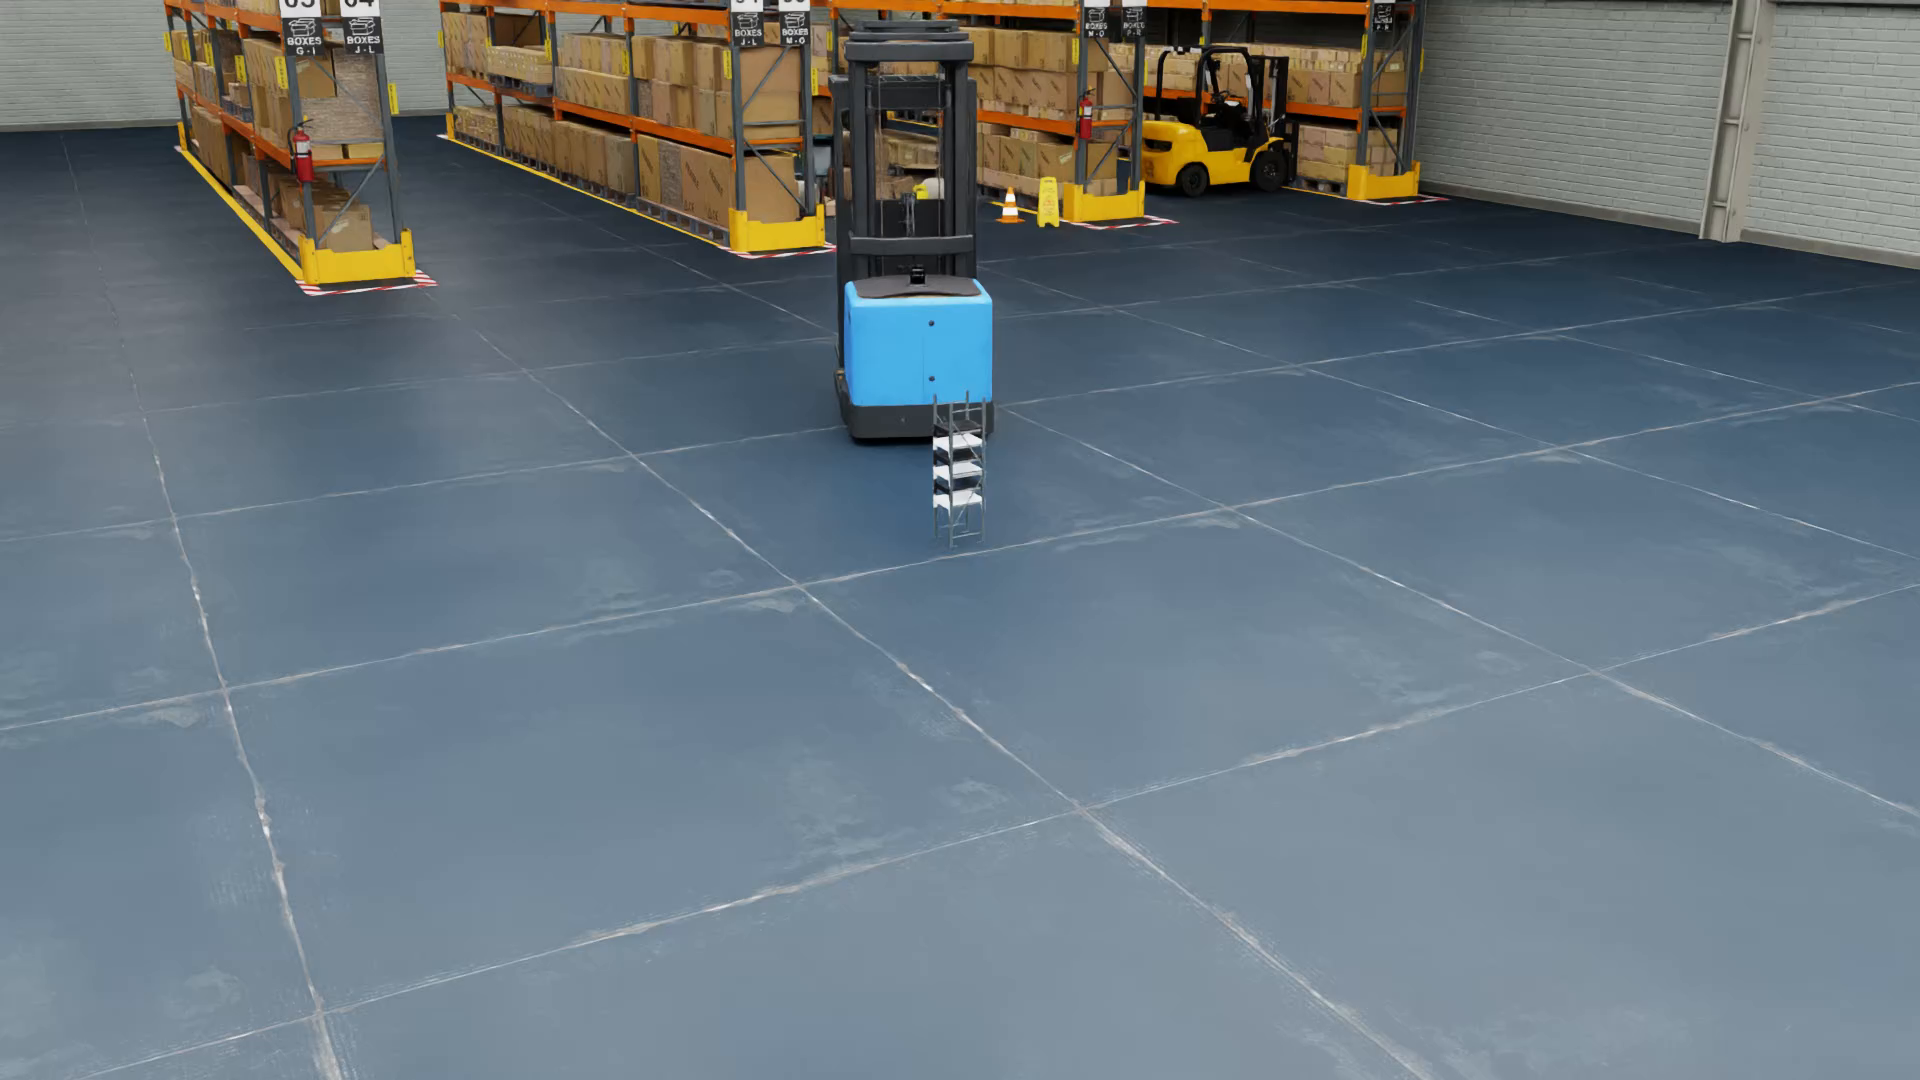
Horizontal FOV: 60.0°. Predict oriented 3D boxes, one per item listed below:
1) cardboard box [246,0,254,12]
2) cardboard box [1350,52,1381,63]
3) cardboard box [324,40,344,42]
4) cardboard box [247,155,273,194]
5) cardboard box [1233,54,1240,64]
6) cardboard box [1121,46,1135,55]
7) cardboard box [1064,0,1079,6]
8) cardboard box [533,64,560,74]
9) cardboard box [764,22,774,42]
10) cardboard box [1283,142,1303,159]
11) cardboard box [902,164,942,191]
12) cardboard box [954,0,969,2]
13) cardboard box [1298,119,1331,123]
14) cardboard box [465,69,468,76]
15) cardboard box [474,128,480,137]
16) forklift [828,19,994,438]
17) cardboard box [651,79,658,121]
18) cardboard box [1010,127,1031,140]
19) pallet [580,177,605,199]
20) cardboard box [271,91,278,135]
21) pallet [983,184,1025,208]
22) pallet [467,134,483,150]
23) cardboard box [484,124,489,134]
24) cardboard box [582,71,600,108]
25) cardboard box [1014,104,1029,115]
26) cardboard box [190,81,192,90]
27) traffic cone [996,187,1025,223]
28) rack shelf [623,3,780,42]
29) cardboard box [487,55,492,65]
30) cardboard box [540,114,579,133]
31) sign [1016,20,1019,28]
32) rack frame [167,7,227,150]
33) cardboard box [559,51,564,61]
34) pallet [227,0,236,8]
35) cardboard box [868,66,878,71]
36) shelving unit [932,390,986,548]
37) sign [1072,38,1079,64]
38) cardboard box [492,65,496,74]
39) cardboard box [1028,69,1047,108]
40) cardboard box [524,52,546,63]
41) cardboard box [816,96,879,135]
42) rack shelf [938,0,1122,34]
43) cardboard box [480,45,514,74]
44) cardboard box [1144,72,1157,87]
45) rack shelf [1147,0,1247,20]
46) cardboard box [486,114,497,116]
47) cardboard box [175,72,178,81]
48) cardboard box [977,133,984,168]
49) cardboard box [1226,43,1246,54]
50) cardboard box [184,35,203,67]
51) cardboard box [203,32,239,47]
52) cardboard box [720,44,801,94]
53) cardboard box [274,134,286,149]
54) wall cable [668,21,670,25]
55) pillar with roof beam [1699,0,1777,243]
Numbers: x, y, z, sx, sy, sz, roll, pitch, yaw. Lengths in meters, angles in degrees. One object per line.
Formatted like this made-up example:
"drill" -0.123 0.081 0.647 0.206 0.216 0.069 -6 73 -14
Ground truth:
"cardboard box" -8.119 -6.365 19.611 0.500 0.250 0.500 -11 22 -29
"cardboard box" 6.042 -7.204 24.806 0.380 0.149 0.250 -10 21 -27
"cardboard box" -7.658 -5.770 20.111 0.500 0.500 0.500 -10 21 -27
"cardboard box" -9.878 -5.311 24.081 0.700 0.500 0.500 -12 22 -31
"cardboard box" 4.691 -7.865 27.177 0.380 0.149 0.250 -10 21 -27
"cardboard box" 3.113 -8.784 29.840 0.380 0.149 0.250 -9 21 -26
"cardboard box" 1.616 -7.228 22.265 0.380 0.149 0.250 -10 21 -26
"cardboard box" -6.711 -7.662 27.022 0.380 0.149 0.250 -9 21 -26
"cardboard box" -3.445 -9.521 31.440 0.500 0.500 0.500 -10 21 -27
"cardboard box" 5.399 -6.156 26.179 0.500 0.250 0.500 -11 22 -28
"cardboard box" -0.557 -5.319 24.775 0.500 0.500 0.500 4 19 11
"cardboard box" 0.137 -8.105 24.808 0.380 0.149 0.250 -10 21 -27
"cardboard box" 5.631 -6.614 26.740 0.500 0.250 0.500 -10 22 -28
"cardboard box" -9.328 -9.042 32.122 0.380 0.149 0.250 -10 22 -28
"cardboard box" -9.161 -7.876 32.083 0.380 0.149 0.250 -10 21 -27
"forklift" -0.446 -2.561 13.059 1.130 2.935 3.031 -2 19 -7
"cardboard box" -3.710 -6.034 22.791 0.875 0.550 0.550 -10 21 -27
"cardboard box" 0.948 -5.862 23.949 0.380 0.149 0.250 -9 21 -24
"pallet" -5.192 -5.464 25.643 1.003 0.211 1.213 -10 21 -27
"cardboard box" -7.469 -4.960 19.296 0.875 0.500 0.500 -10 21 -27
"pallet" 1.065 -5.161 24.766 1.003 0.211 1.213 -10 21 -27
"pallet" -8.909 -7.738 32.233 1.003 0.211 1.213 -10 21 -27
"cardboard box" -8.687 -7.701 31.121 0.380 0.149 0.250 -11 22 -29
"cardboard box" -5.383 -6.813 25.124 0.500 0.500 0.500 -10 22 -27
"cardboard box" 0.997 -6.181 23.831 0.380 0.149 0.250 -10 22 -27
"cardboard box" -12.944 -7.771 28.439 0.380 0.149 0.250 -10 21 -26
"traffic cone" 0.692 -4.594 22.735 0.336 0.463 0.334 -10 21 -27
"rack shelf" -3.227 -6.726 21.528 1.077 0.370 4.000 -10 21 -27
"cardboard box" -8.193 -8.554 29.609 0.380 0.149 0.250 -10 21 -26
"cardboard box" -6.631 -6.897 27.560 0.500 0.250 0.500 -11 22 -28
"sign" 1.186 -10.718 34.820 0.100 0.325 0.005 -10 21 -27
"rack frame" -14.288 -8.927 31.405 1.000 3.000 0.127 -10 21 -27
"cardboard box" -6.493 -8.118 27.888 0.380 0.149 0.250 -11 22 -29
"pallet" -8.789 -7.006 21.524 1.213 0.211 1.003 -10 21 -27
"cardboard box" -1.246 -8.087 27.717 0.500 0.500 0.500 -10 21 -26
"shelving unit" -0.004 -0.428 9.991 0.258 0.900 0.210 -10 21 -27
"sign" 1.533 -6.486 22.069 0.100 0.325 0.005 -10 21 -27
"cardboard box" -8.056 -8.335 29.430 0.380 0.149 0.250 -10 21 -26
"cardboard box" 1.298 -6.315 23.224 0.500 0.500 0.500 -10 21 -27
"cardboard box" -6.954 -7.948 27.397 0.380 0.149 0.250 -9 21 -25
"cardboard box" -2.022 -7.571 30.088 0.875 0.875 0.875 -10 22 -27
"rack shelf" 1.082 -7.521 23.834 1.077 0.370 4.000 -10 21 -27
"cardboard box" -8.454 -8.801 30.430 0.500 0.500 0.500 -10 21 -27
"cardboard box" 3.577 -8.112 29.270 0.500 0.250 0.500 -10 21 -26
"rack shelf" 3.549 -9.440 29.393 1.077 0.370 4.000 -10 21 -27
"cardboard box" -8.709 -7.936 31.348 0.380 0.149 0.250 -9 21 -25
"cardboard box" -14.410 -8.656 31.002 0.380 0.149 0.250 -10 21 -26
"cardboard box" 0.439 -5.908 25.076 0.500 0.500 0.500 -9 21 -24
"cardboard box" 4.608 -8.086 27.363 0.380 0.149 0.250 -10 21 -26
"cardboard box" -12.842 -8.294 28.193 0.500 0.500 0.500 -9 21 -25
"cardboard box" -11.762 -7.920 26.793 0.797 0.503 0.637 -10 21 -26
"cardboard box" -2.419 -5.768 20.362 0.875 0.550 0.550 -10 21 -27
"cardboard box" -7.812 -4.680 19.480 0.380 0.149 0.250 -10 21 -27
"wall cable" -7.022 -12.781 41.014 0.588 1.984 0.122 -10 21 -27
"pillar with roof beam" 5.921 -7.425 17.855 9.100 9.000 0.400 -10 21 -27
